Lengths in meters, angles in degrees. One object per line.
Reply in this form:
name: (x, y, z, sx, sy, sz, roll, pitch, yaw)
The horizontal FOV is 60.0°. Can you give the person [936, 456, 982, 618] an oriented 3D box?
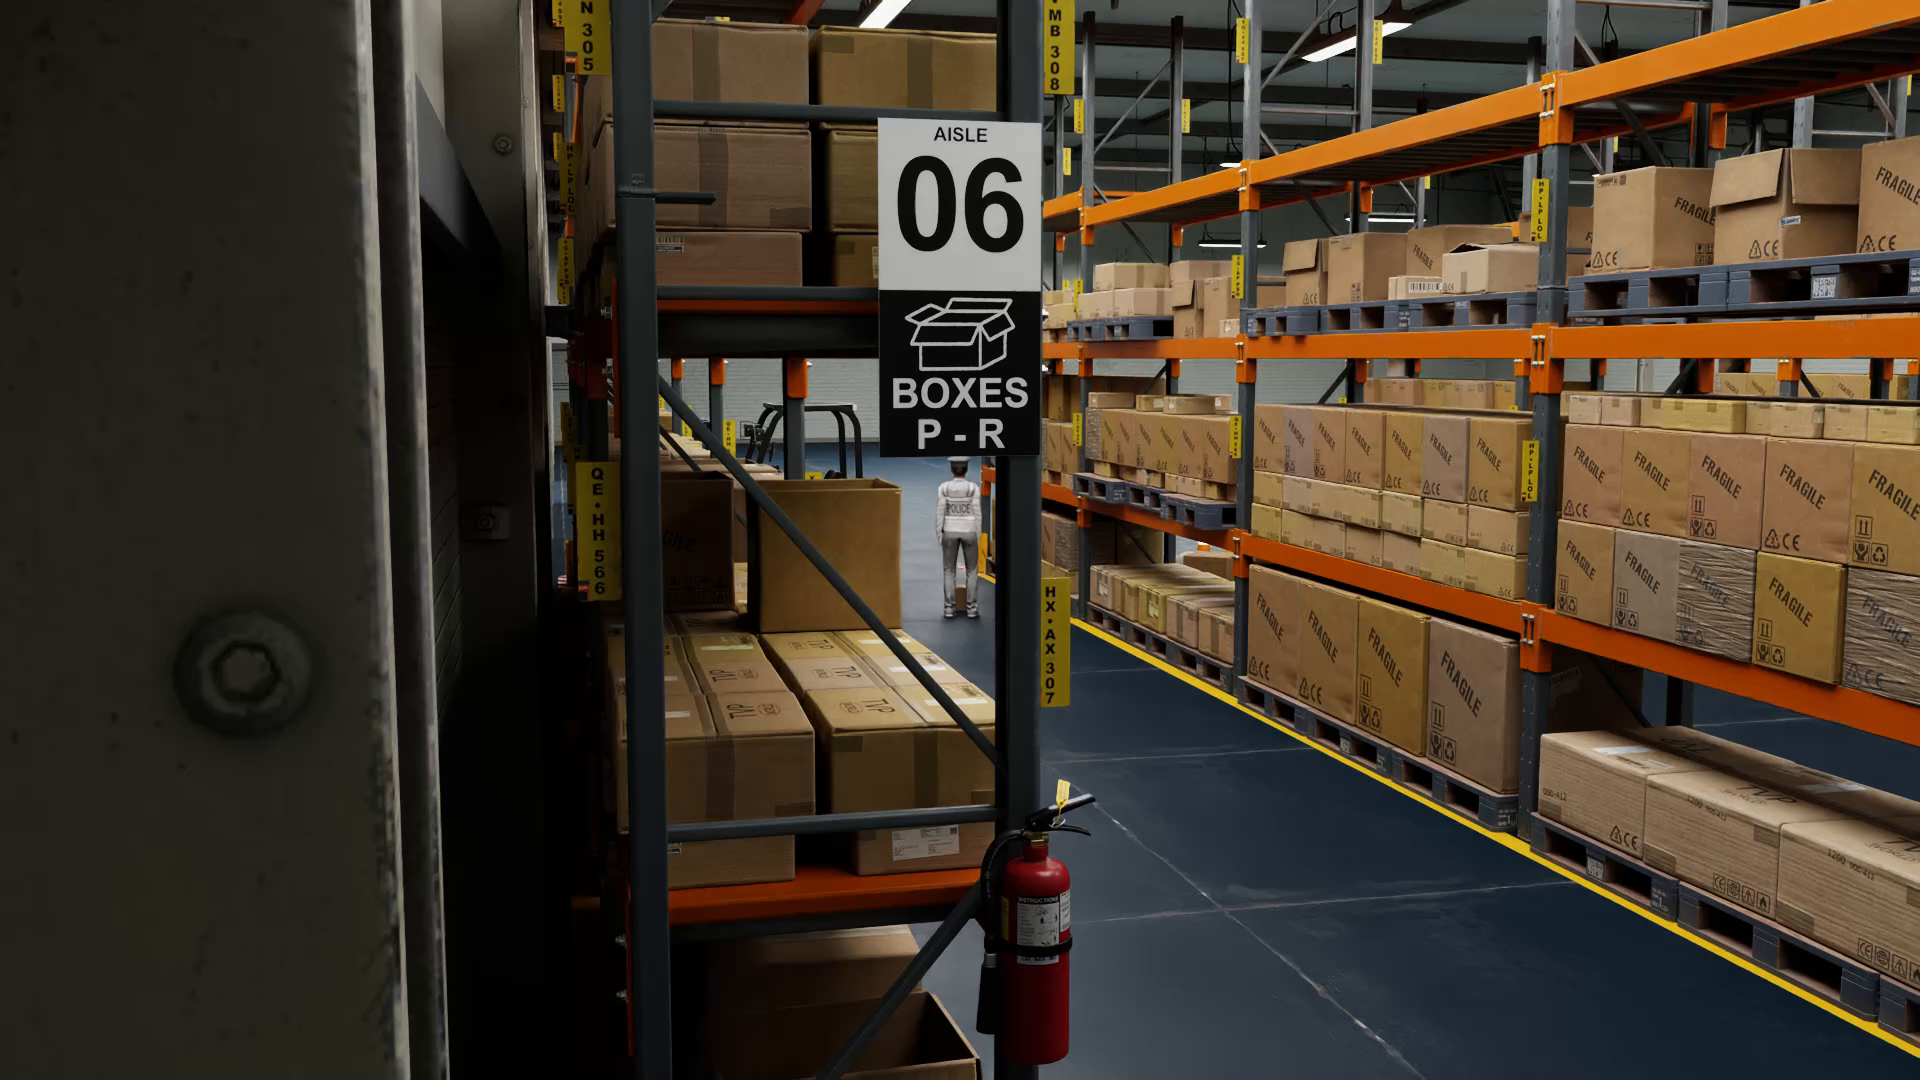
person: (-0.009, -0.032, 17.009, 0.473, 1.661, 0.331, 1, 6, 6)
